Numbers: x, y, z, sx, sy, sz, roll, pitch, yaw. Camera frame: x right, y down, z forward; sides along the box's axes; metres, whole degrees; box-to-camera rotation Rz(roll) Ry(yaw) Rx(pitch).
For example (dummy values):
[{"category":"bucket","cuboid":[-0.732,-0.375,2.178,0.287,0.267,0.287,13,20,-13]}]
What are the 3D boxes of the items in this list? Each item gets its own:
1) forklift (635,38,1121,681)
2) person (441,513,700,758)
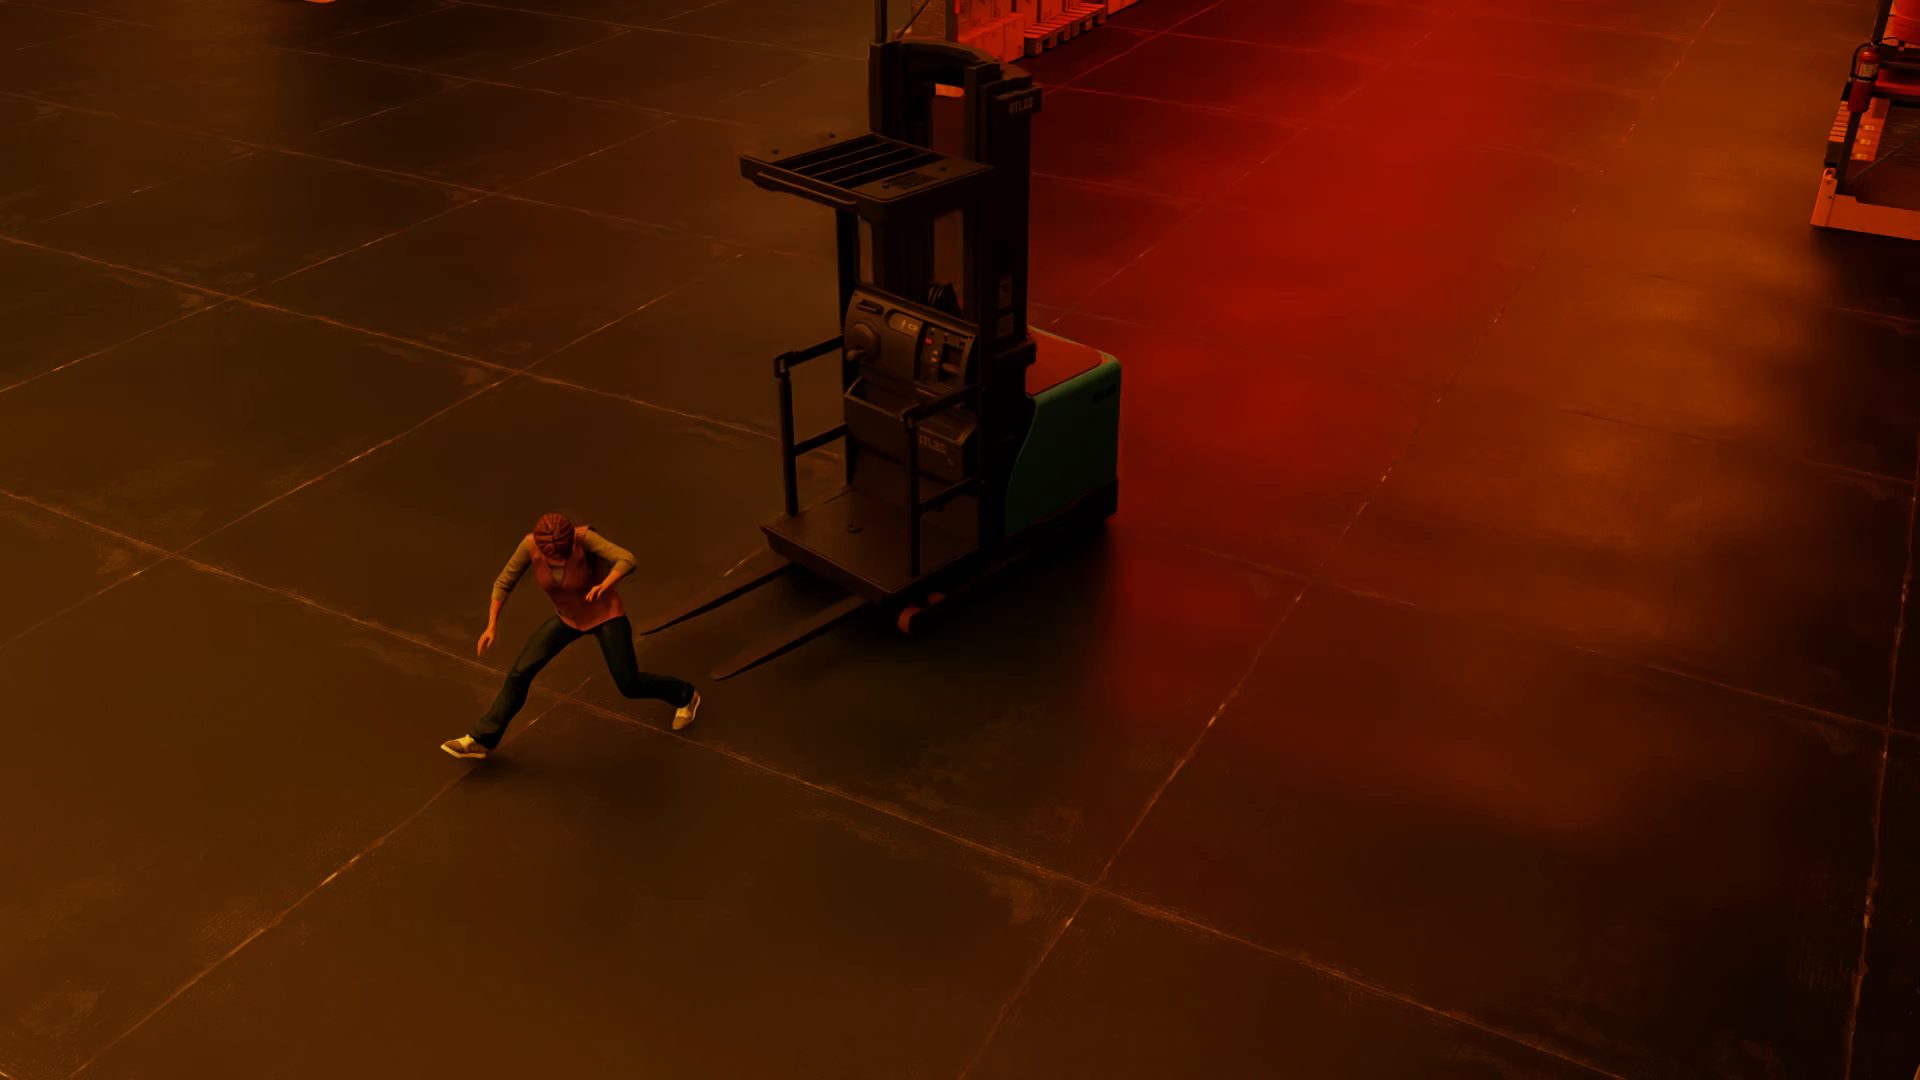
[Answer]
[{"category":"forklift","cuboid":[-0.423,-1.034,8.862,1.130,2.935,3.031,26,39,37]},{"category":"person","cuboid":[-1.902,0.459,7.982,0.977,1.302,0.922,8,31,14]}]
